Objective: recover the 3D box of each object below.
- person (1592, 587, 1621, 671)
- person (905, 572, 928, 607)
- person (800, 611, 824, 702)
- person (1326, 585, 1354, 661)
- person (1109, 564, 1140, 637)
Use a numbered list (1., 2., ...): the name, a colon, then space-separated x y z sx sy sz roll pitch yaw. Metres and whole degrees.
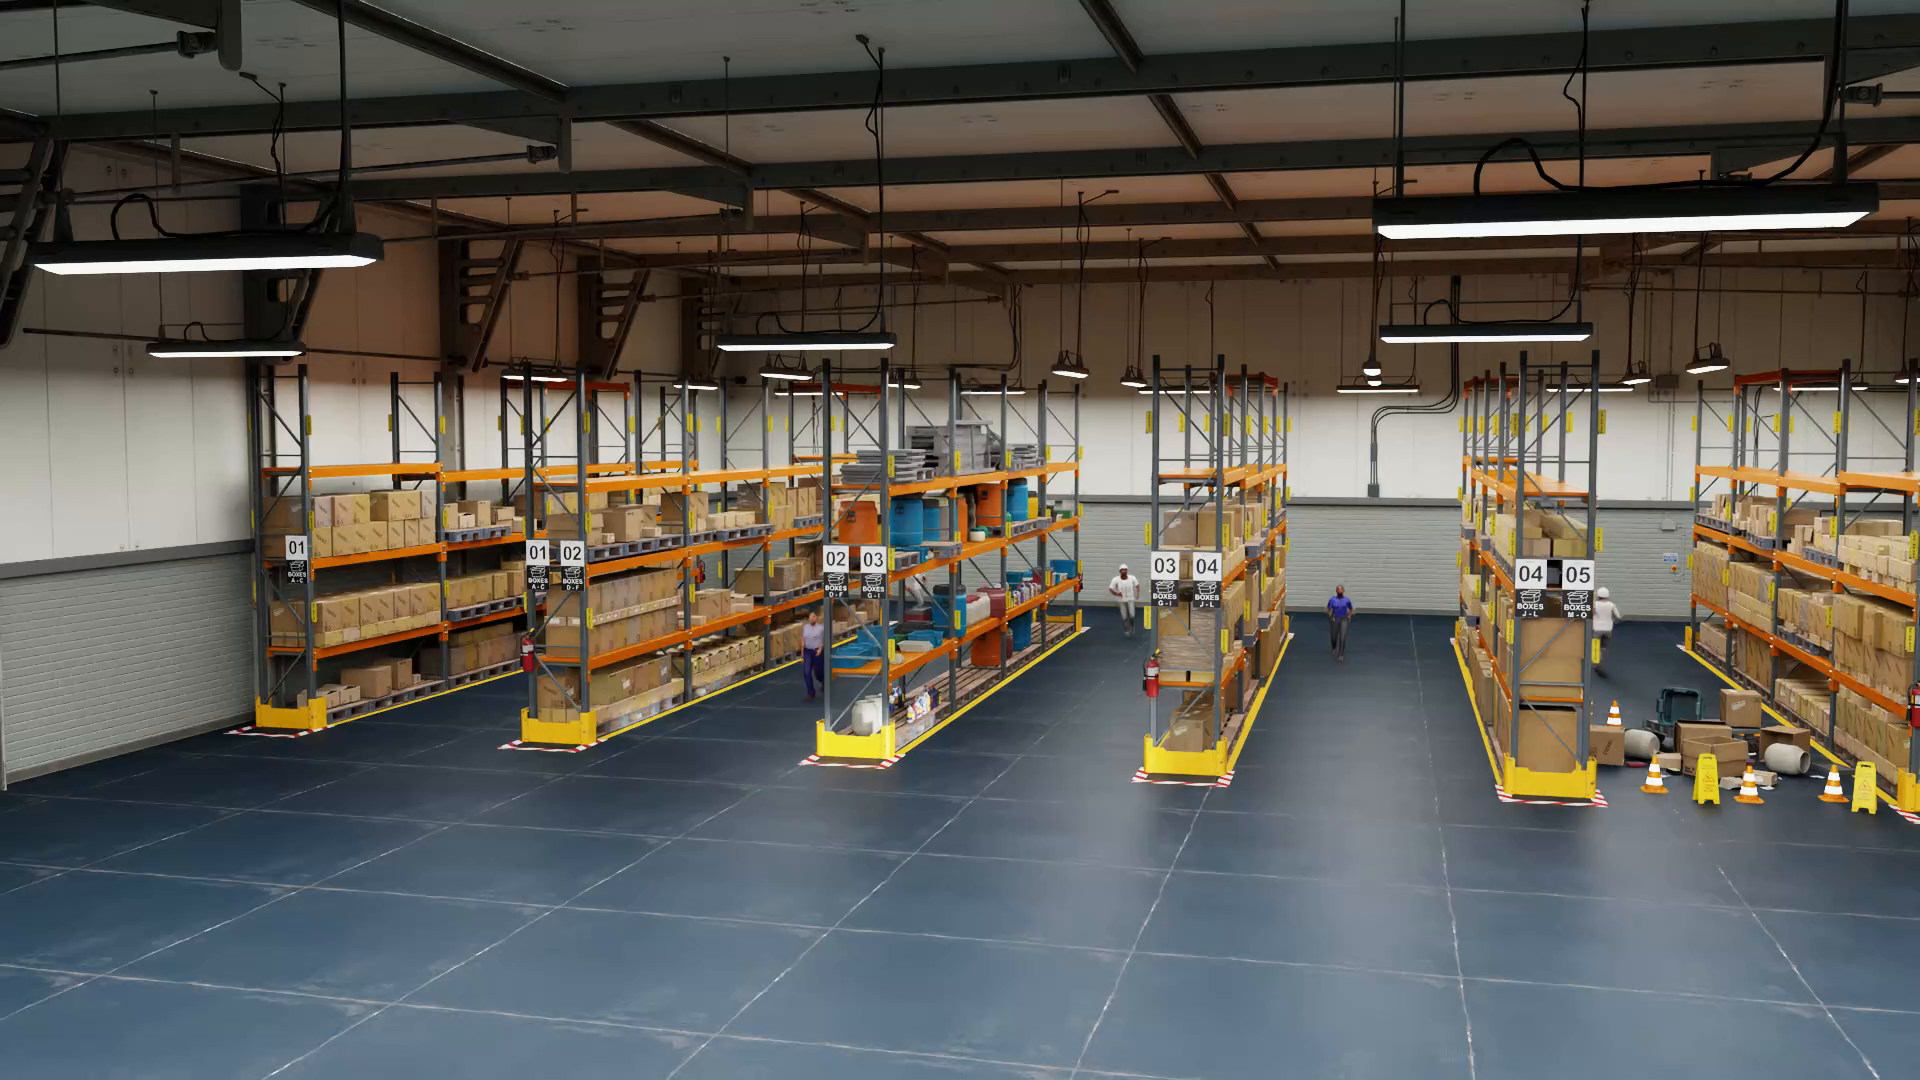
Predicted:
1. person: 13.015 1.815 33.719 0.663 1.727 0.658 0 4 5
2. person: -1.113 1.282 42.151 0.646 1.693 0.636 -3 5 -40
3. person: -2.647 2.104 30.406 0.618 1.629 0.742 1 4 14
4. person: 8.095 1.756 35.413 0.576 1.603 0.614 1 4 11
5. person: 3.886 1.431 39.141 0.734 1.715 0.534 0 4 -2
